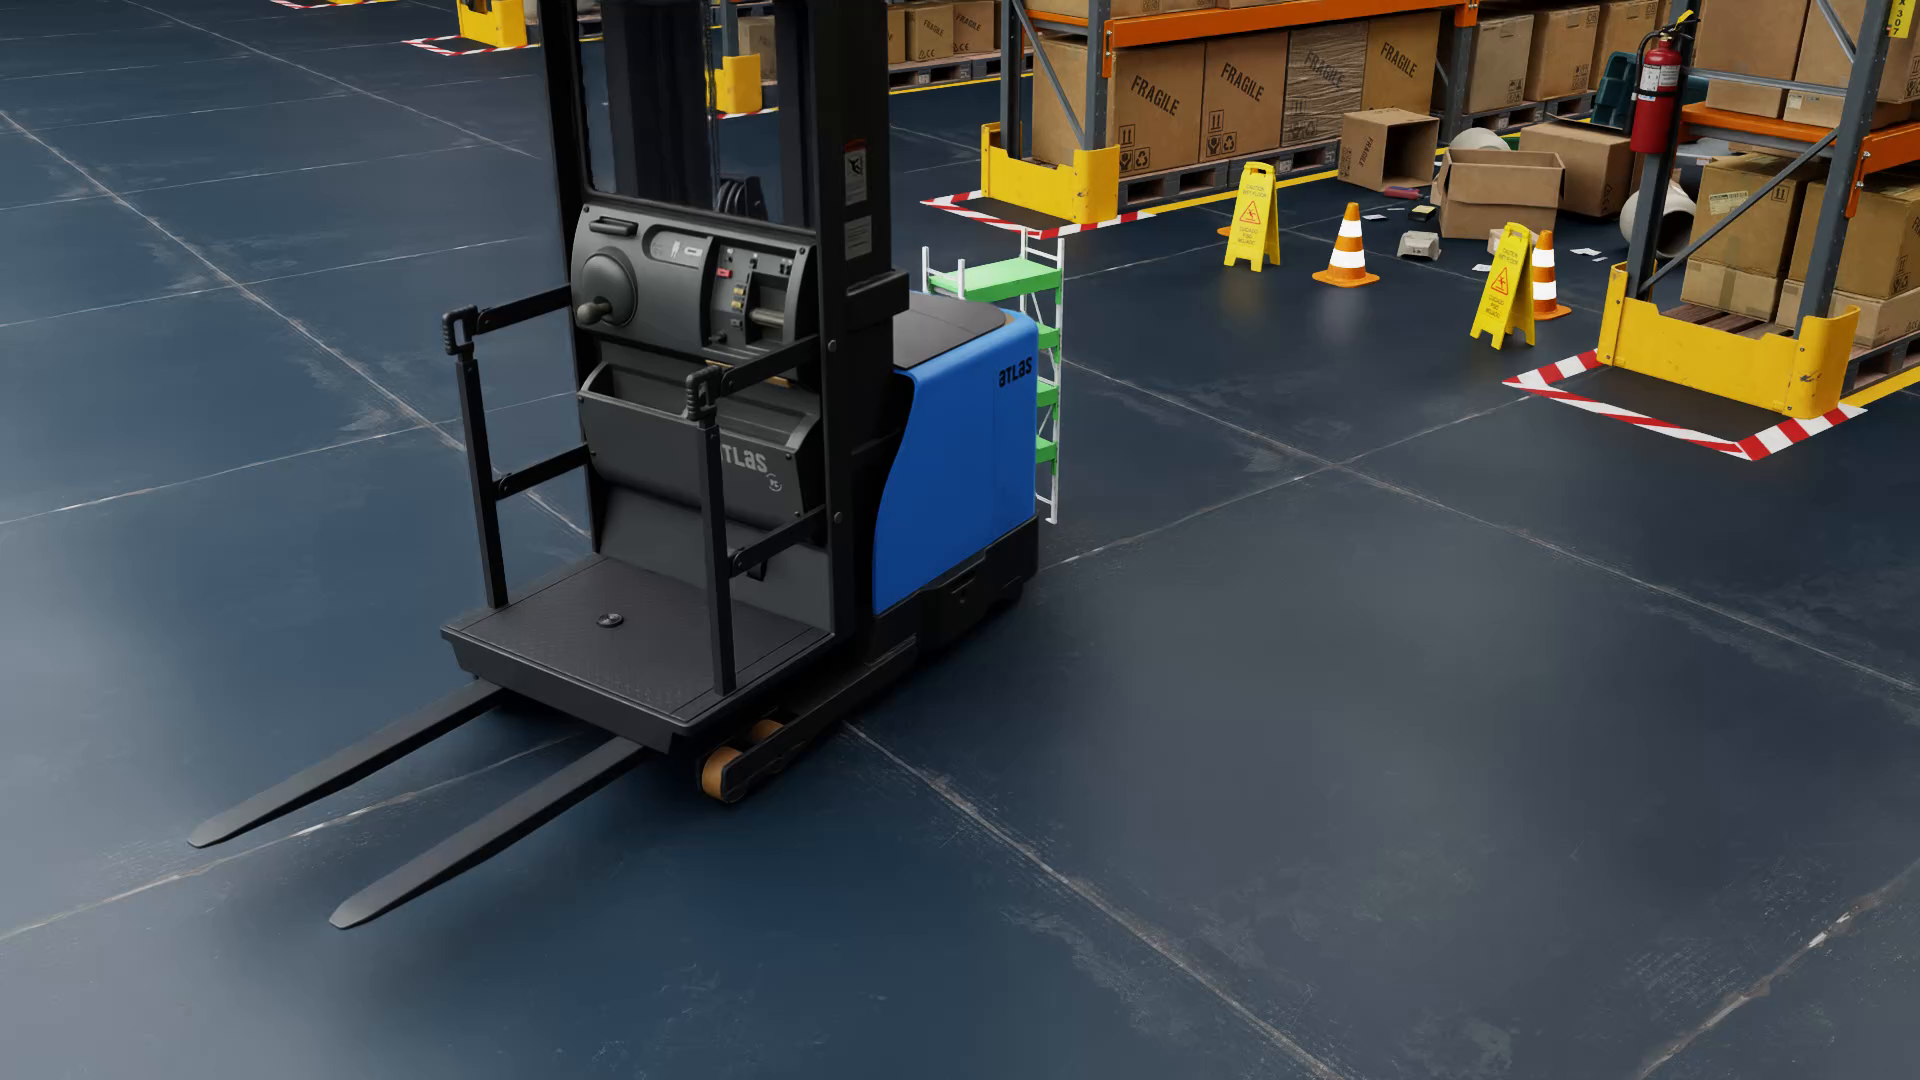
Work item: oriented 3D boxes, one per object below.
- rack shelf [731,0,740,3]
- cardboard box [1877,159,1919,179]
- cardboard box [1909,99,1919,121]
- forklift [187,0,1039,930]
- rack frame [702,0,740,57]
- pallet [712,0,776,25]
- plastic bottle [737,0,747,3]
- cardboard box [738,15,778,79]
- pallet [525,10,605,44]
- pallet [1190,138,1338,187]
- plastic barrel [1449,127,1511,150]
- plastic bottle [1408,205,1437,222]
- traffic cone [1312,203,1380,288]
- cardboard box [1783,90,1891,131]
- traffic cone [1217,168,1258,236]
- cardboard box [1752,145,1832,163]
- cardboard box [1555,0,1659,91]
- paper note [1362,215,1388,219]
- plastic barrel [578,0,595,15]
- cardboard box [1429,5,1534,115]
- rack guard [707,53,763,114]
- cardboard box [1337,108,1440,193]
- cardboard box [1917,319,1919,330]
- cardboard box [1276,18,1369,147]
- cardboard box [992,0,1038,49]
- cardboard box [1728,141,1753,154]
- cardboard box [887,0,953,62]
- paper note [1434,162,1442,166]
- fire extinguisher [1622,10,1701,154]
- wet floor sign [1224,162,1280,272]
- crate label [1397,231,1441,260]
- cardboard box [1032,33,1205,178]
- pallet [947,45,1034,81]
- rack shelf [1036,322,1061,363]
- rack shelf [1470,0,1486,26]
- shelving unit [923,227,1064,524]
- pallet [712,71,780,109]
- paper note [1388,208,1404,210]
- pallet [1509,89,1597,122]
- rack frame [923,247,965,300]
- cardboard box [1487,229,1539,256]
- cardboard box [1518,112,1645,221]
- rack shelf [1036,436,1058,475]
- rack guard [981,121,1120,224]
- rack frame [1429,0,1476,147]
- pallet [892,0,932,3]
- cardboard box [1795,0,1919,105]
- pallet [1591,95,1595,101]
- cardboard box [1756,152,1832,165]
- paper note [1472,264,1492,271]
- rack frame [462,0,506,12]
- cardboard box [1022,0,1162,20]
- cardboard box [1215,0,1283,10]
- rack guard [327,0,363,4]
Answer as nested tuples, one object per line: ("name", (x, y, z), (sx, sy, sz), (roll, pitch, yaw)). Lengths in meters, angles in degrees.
("rack shelf", (-0.763, -5.623, 16.158), (4.000, 0.370, 1.077), (-18, 31, -34))
("cardboard box", (5.011, -1.692, 8.709), (0.500, 0.500, 0.500), (-20, 31, -36))
("cardboard box", (4.622, -2.165, 8.150), (0.250, 0.149, 0.380), (-19, 31, -36))
("forklift", (-0.953, -0.764, 4.914), (1.130, 2.935, 3.031), (16, 29, 31))
("rack frame", (-2.337, -5.430, 14.887), (0.127, 3.000, 1.000), (-18, 31, -34))
("pallet", (-2.800, -6.684, 20.902), (1.213, 0.211, 1.003), (-18, 31, -34))
("plastic bottle", (-2.726, -6.795, 20.452), (0.185, 0.351, 0.144), (-20, 32, -37))
("cardboard box", (-1.835, -4.643, 15.662), (0.500, 0.500, 0.500), (-12, 28, -25))
("pallet", (-4.720, -6.050, 19.536), (1.213, 0.211, 1.003), (-18, 31, -34))
("pallet", (2.184, -3.045, 13.059), (1.213, 0.211, 1.003), (-18, 31, -34))
("plastic barrel", (3.846, -2.828, 12.341), (0.421, 0.421, 0.512), (1, 25, 2))
("plastic bottle", (3.236, -2.288, 11.606), (0.133, 0.061, 0.283), (15, 29, 29))
("traffic cone", (2.368, -1.815, 10.111), (0.334, 0.463, 0.336), (-18, 31, -34))
("cardboard box", (4.173, -2.053, 7.908), (0.250, 0.149, 0.380), (-18, 30, -34))
("traffic cone", (1.938, -2.277, 11.108), (0.334, 0.463, 0.336), (-18, 31, -34))
("cardboard box", (4.495, -2.137, 8.897), (0.250, 0.149, 0.380), (-17, 30, -33))
("cardboard box", (5.719, -4.652, 15.384), (0.750, 0.750, 1.050), (-18, 30, -33))
("paper note", (2.893, -2.247, 11.558), (0.142, 0.017, 0.144), (-8, 26, -16))
("plastic barrel", (-4.528, -6.459, 19.561), (0.421, 0.512, 0.421), (0, 25, 0))
("cardboard box", (4.225, -4.161, 14.326), (0.750, 0.750, 1.050), (-18, 31, -34))
("rack guard", (-2.277, -4.316, 15.456), (0.348, 0.500, 1.175), (-18, 31, -34))
("cardboard box", (3.203, -2.924, 12.453), (0.500, 0.500, 0.500), (-13, 28, -25))
("cardboard box", (4.990, -1.338, 8.838), (0.500, 0.250, 0.500), (-17, 30, -32))
("cardboard box", (2.547, -3.651, 13.078), (0.875, 0.875, 0.875), (-18, 30, -34))
("cardboard box", (0.471, -5.435, 17.368), (0.500, 0.500, 0.500), (-19, 31, -36))
("cardboard box", (5.804, -2.978, 11.673), (0.500, 0.500, 0.500), (-18, 31, -34))
("cardboard box", (-0.415, -5.096, 16.639), (0.500, 0.500, 0.500), (-22, 33, -38))
("paper note", (3.821, -2.979, 13.131), (0.147, 0.020, 0.142), (5, 25, 11))
("fire extinguisher", (3.404, -2.235, 8.094), (0.183, 0.674, 0.296), (-18, 31, -34))
("wet floor sign", (1.843, -2.029, 10.356), (0.267, 0.644, 0.232), (21, 32, 37))
("crate label", (2.948, -1.892, 10.664), (0.250, 0.136, 0.298), (10, 27, 20))
("cardboard box", (1.137, -3.185, 12.075), (0.875, 0.875, 0.875), (-18, 30, -34))
("pallet", (0.304, -5.018, 17.312), (1.213, 0.211, 1.003), (-18, 31, -34))
("rack shelf", (0.130, -0.747, 6.516), (0.480, 0.148, 0.258), (-18, 31, -34))
("rack shelf", (5.366, -4.993, 14.800), (4.000, 0.370, 1.077), (-18, 31, -34))
("shelving unit", (0.130, -0.587, 6.590), (0.503, 1.200, 0.258), (-18, 31, -34))
("pallet", (-1.616, -4.384, 15.946), (1.213, 0.211, 1.003), (-18, 31, -34))
("paper note", (3.092, -2.346, 11.793), (0.123, 0.001, 0.032), (-3, 25, -7))
("pallet", (5.313, -4.079, 15.288), (1.213, 0.211, 1.003), (-18, 31, -34))
("rack frame", (-0.062, -0.524, 6.453), (0.015, 1.200, 0.240), (-18, 31, -34))
("cardboard box", (3.562, -1.863, 10.588), (0.250, 0.149, 0.380), (-3, 25, -7))
("cardboard box", (4.329, -2.617, 11.630), (0.503, 0.637, 0.797), (-18, 31, -34))
("rack shelf", (0.130, -0.312, 6.718), (0.480, 0.148, 0.258), (-18, 31, -34))
("rack guard", (0.625, -2.621, 11.803), (0.348, 0.500, 1.175), (-18, 31, -34))
("rack frame", (3.792, -4.800, 13.529), (0.127, 3.000, 1.000), (-18, 31, -34))
("pallet", (-0.691, -7.380, 22.402), (1.213, 0.211, 1.003), (-18, 31, -34))
("cardboard box", (4.322, -2.359, 7.797), (0.500, 0.500, 0.500), (-19, 31, -35))
("pallet", (6.272, -4.394, 15.967), (1.213, 0.211, 1.003), (-18, 31, -34))
("cardboard box", (4.656, -1.862, 9.075), (0.500, 0.500, 0.500), (-17, 30, -32))
("paper note", (3.294, -1.705, 10.388), (0.148, 0.019, 0.142), (15, 29, 29))
("rack frame", (-5.393, -7.071, 18.422), (0.127, 3.000, 1.000), (-18, 31, -34))
("cardboard box", (0.908, -3.940, 11.498), (0.550, 0.550, 0.875), (-18, 31, -34))
("cardboard box", (1.846, -4.194, 12.046), (0.550, 0.550, 0.875), (-18, 31, -34))
("rack guard", (-8.466, -7.573, 22.473), (0.348, 0.500, 1.175), (-18, 31, -34))
